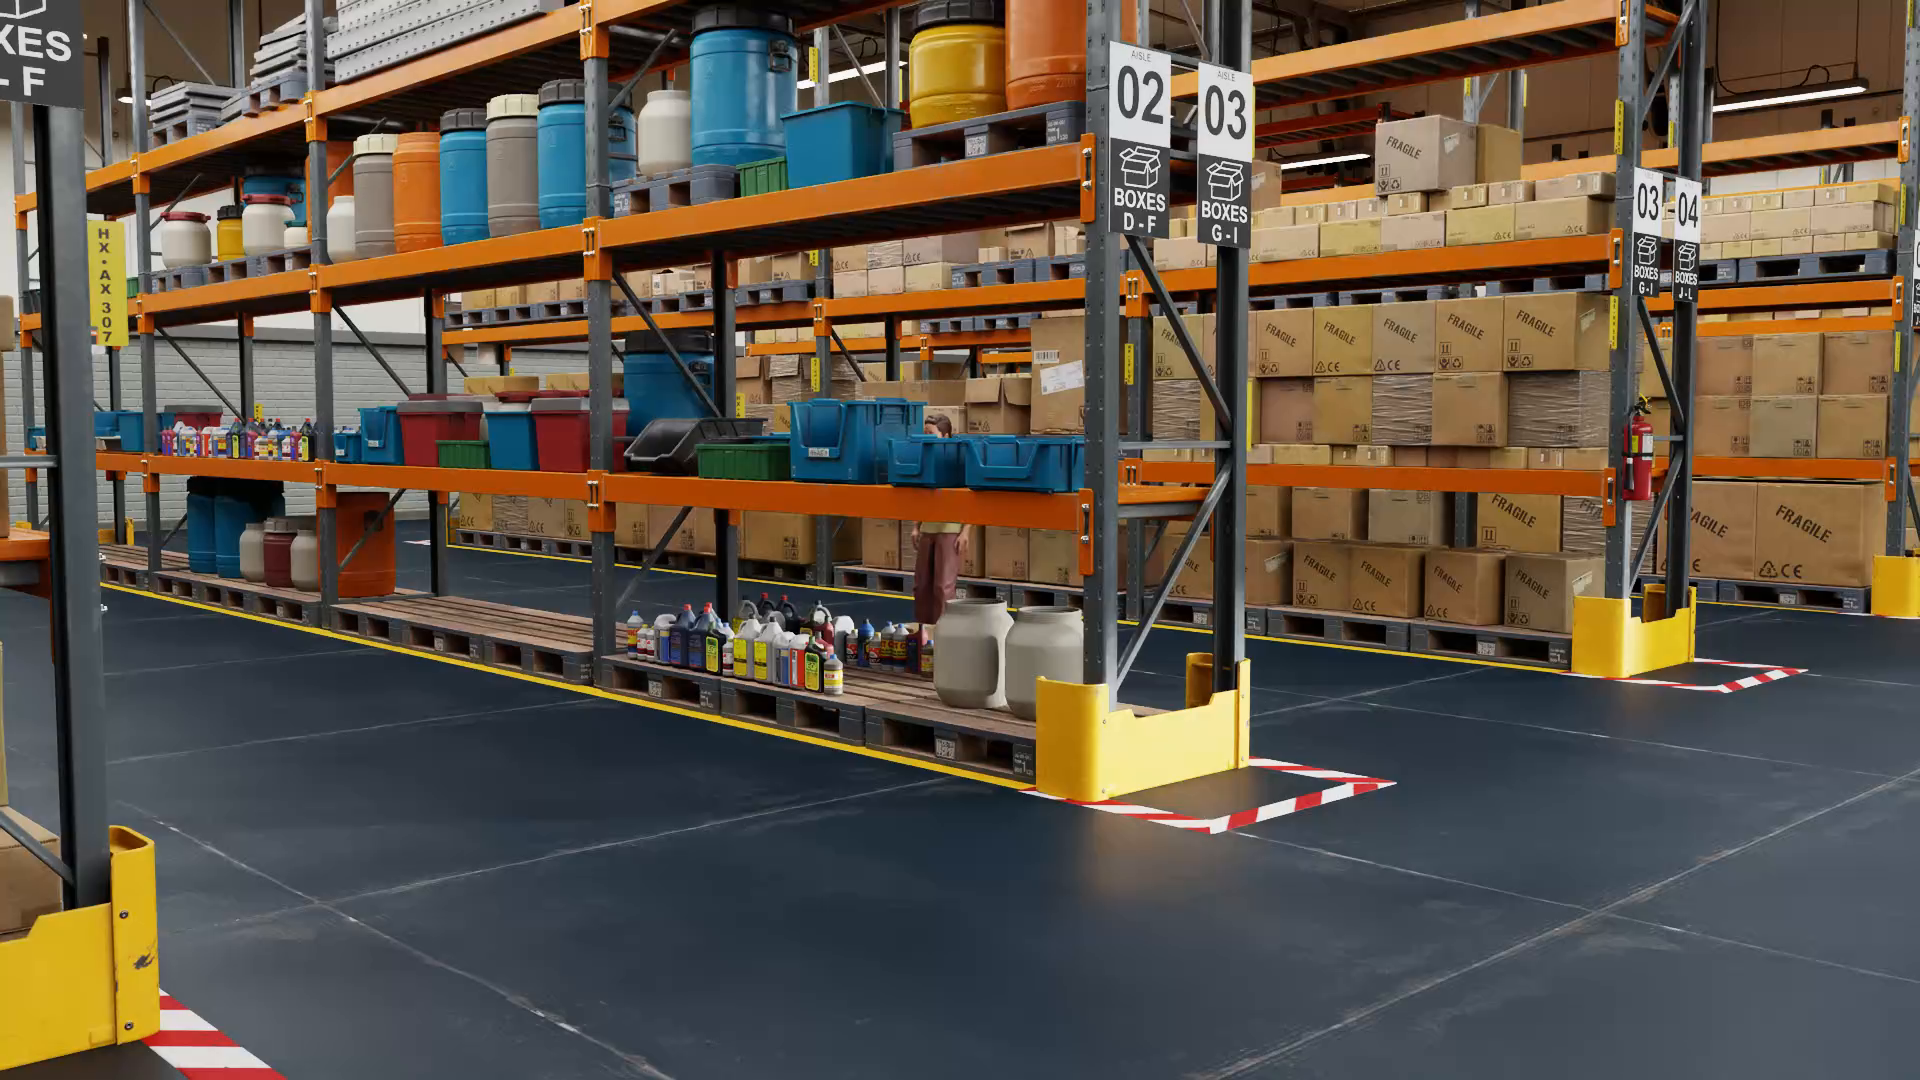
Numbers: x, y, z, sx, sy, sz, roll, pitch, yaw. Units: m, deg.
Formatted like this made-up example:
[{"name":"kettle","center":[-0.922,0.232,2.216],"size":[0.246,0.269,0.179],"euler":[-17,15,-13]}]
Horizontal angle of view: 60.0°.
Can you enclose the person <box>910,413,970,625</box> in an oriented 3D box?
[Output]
[{"name":"person","center":[-0.156,-0.021,11.297],"size":[0.519,1.673,0.408],"euler":[4,6,43]}]
